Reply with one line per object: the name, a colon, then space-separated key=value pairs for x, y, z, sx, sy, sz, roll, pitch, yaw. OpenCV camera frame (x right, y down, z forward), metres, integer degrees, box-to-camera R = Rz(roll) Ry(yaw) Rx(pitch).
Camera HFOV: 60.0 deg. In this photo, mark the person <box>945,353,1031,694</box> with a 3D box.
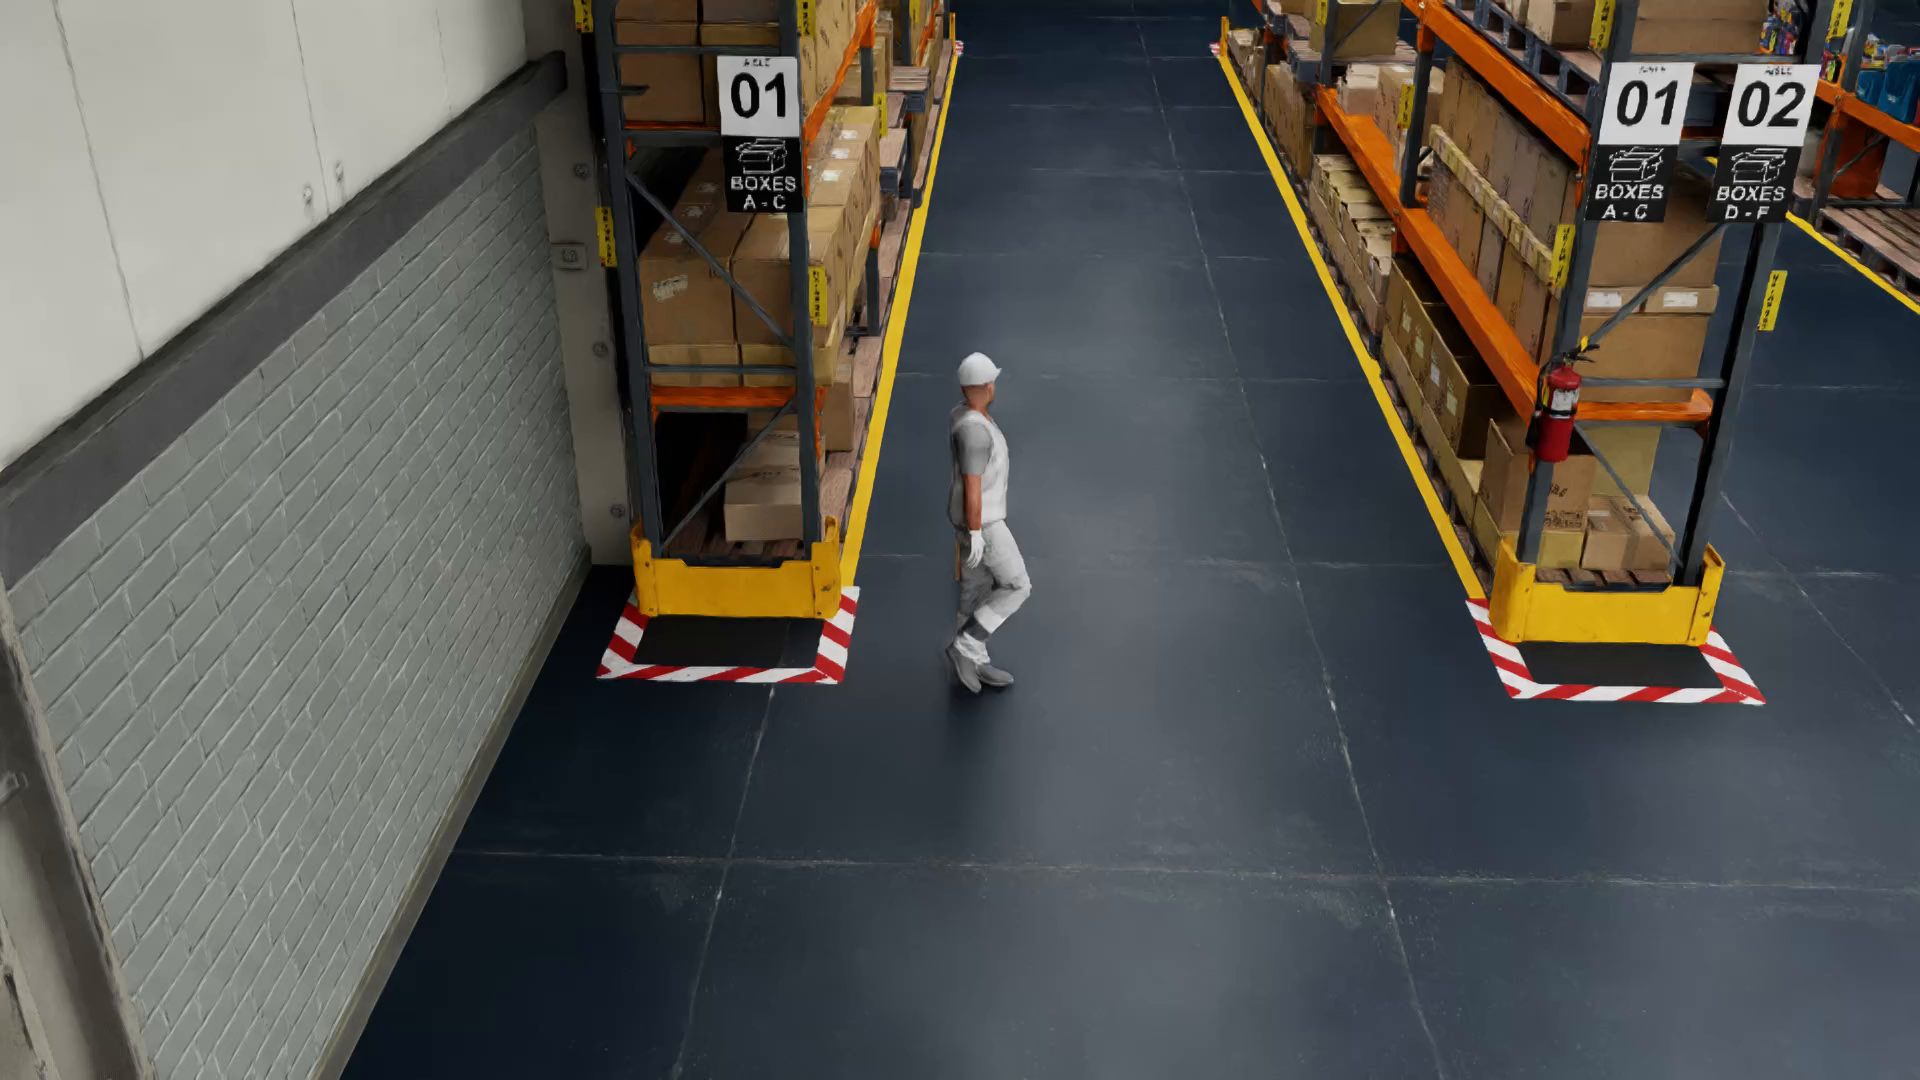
person: x=0.143 y=-0.080 z=8.727 sx=0.453 sy=1.774 sz=0.729 roll=-1 pitch=28 yaw=-1
